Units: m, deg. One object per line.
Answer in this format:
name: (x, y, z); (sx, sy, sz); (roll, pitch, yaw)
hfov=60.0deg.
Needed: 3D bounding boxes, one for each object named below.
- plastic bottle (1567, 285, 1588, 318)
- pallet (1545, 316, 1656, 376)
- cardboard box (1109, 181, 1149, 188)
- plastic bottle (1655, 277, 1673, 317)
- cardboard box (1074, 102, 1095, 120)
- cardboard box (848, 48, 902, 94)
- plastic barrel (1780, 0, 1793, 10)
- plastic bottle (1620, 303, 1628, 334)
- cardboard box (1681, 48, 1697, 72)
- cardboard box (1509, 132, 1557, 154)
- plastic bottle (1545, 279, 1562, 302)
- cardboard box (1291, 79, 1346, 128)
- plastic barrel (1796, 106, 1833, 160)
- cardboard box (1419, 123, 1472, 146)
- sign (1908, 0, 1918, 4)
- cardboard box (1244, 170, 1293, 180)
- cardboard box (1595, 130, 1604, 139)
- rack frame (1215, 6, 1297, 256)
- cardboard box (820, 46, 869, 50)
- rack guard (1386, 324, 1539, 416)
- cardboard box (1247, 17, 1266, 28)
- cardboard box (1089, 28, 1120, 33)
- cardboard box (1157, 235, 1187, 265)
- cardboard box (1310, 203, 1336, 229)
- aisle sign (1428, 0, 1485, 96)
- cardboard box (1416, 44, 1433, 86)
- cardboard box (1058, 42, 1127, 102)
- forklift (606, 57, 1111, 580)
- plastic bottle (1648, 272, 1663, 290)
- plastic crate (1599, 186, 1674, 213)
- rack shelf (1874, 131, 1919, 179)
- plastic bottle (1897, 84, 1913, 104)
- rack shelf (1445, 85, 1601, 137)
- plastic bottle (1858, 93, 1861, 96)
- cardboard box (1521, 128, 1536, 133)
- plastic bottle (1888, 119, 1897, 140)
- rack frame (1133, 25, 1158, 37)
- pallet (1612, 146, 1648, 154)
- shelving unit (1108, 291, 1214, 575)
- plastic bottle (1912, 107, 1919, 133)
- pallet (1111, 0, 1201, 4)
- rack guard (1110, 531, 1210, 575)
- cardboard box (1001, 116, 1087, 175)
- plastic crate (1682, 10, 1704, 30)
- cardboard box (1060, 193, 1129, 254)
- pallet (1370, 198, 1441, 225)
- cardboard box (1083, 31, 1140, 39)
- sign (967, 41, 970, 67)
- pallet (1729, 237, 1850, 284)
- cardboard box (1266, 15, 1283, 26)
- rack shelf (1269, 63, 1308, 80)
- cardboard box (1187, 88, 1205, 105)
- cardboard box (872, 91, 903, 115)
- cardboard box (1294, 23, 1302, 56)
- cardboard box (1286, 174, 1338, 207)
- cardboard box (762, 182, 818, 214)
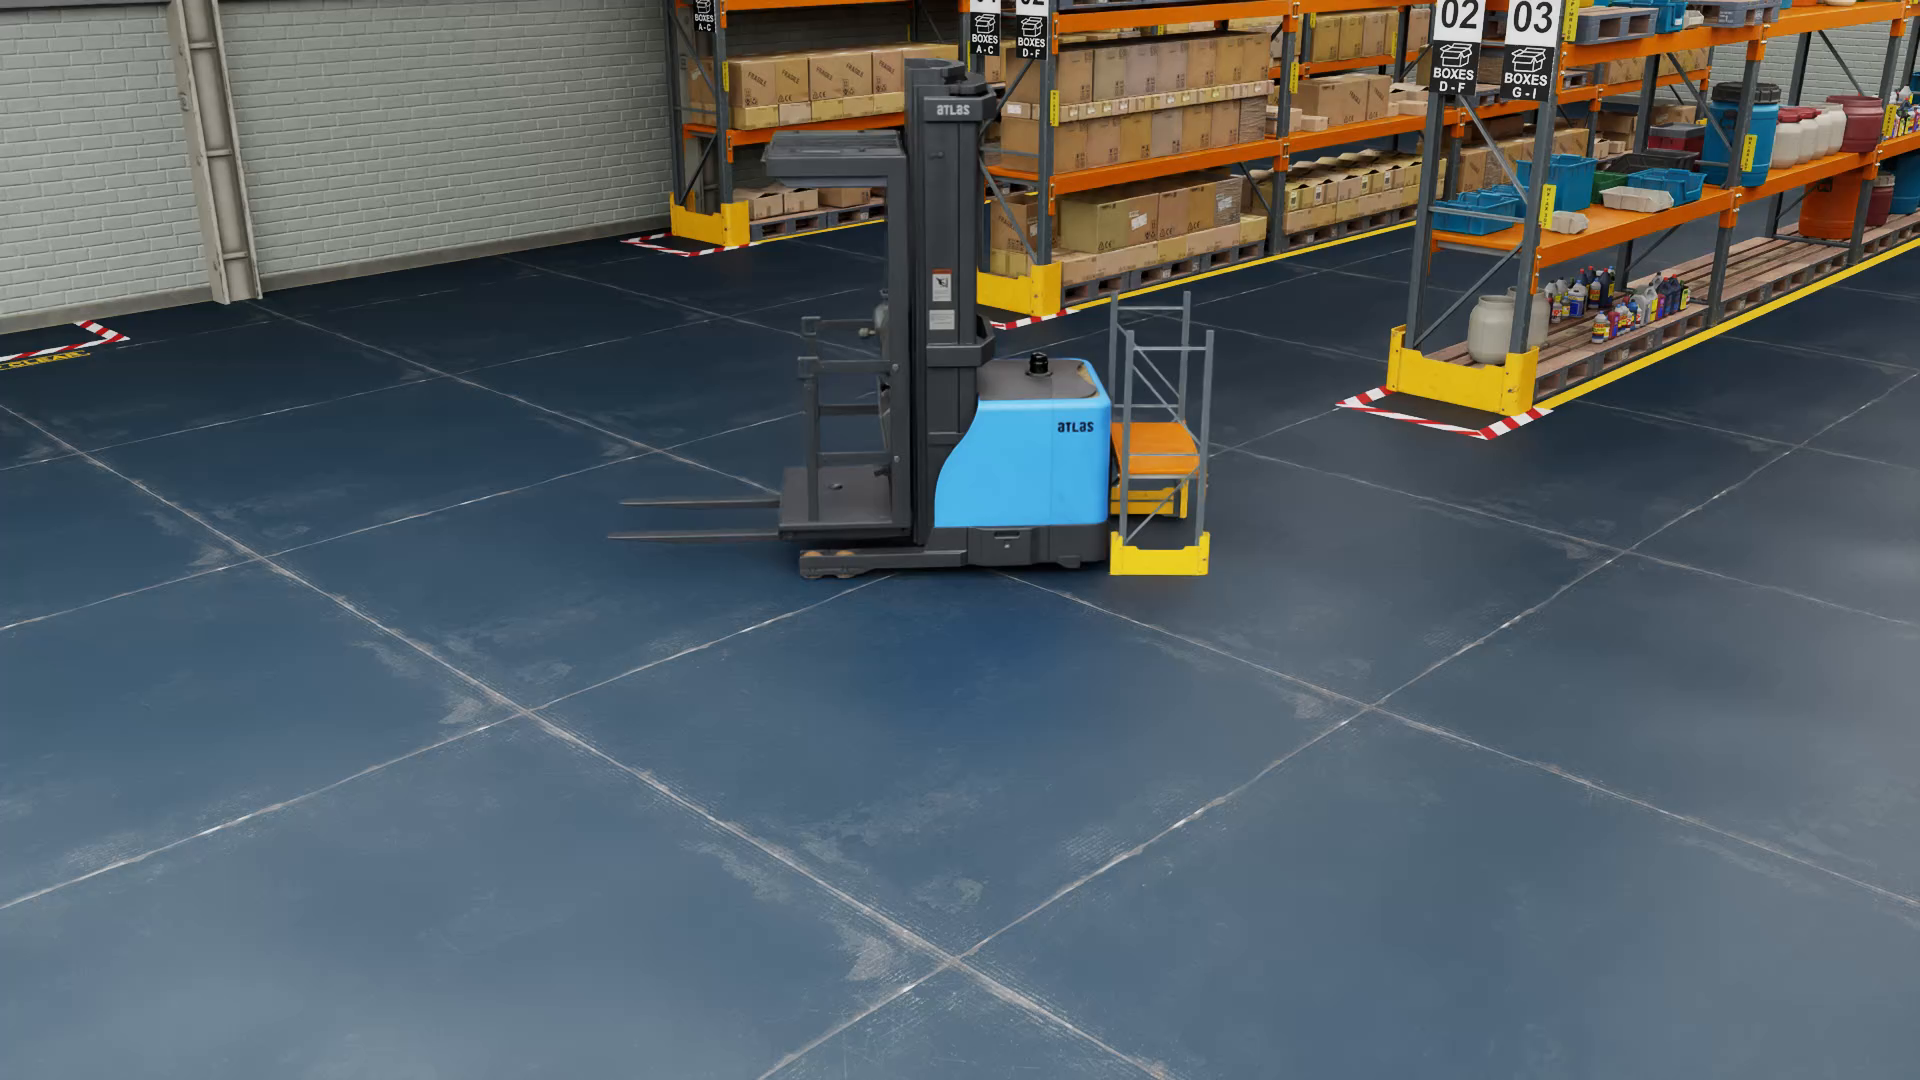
plastic bottle: (5.668, -2.197, 15.292); (0.152, 0.276, 0.135); (19, 28, 41)
pallet: (5.484, -1.776, 14.901); (1.003, 0.211, 1.213); (19, 28, 41)
cardboard box: (1.694, -3.631, 18.043); (0.500, 0.500, 0.500); (19, 28, 41)
plastic bottle: (6.457, -2.237, 15.292); (0.144, 0.351, 0.185); (18, 27, 38)
cardboard box: (1.107, -4.232, 16.361); (0.380, 0.149, 0.250); (18, 28, 39)
cardboard box: (-1.076, -5.868, 20.797); (0.500, 0.500, 0.500); (18, 28, 39)
plastic barrel: (7.945, -5.710, 16.370); (0.600, 0.901, 0.708); (19, 28, 41)
plastic bottle: (5.840, -1.960, 14.683); (0.097, 0.271, 0.097); (0, 21, 0)
cardboard box: (11.181, -7.609, 26.052); (0.500, 0.500, 0.500); (20, 28, 41)
cardboard box: (8.028, -5.438, 23.413); (0.500, 0.500, 0.500); (20, 29, 41)
plastic bottle: (5.415, -2.214, 15.234); (0.185, 0.351, 0.144); (-19, 28, -40)
cardboard box: (4.202, -5.171, 19.707); (0.500, 0.500, 0.500); (-18, 27, -38)
plastic barrel: (8.765, -4.209, 17.188); (0.421, 0.512, 0.421); (0, 21, 0)
cardboard box: (6.598, -5.527, 22.599); (0.500, 0.250, 0.500); (-19, 28, -40)
sign: (10.023, -5.798, 17.444); (0.100, 0.325, 0.005); (19, 28, 41)
cardboard box: (3.723, -4.281, 19.997); (0.500, 0.311, 0.500); (-19, 28, -41)
cardboard box: (9.585, -6.212, 25.691); (0.500, 0.311, 0.500); (19, 28, 41)
rack frame: (3.287, -4.795, 18.870); (1.000, 3.000, 0.127); (19, 28, 41)
cardboard box: (-1.458, -5.996, 21.130); (0.500, 0.500, 0.500); (-19, 28, -41)
rack guard: (4.062, -1.391, 13.497); (1.175, 0.500, 0.348); (19, 28, 41)
cardboard box: (4.454, -8.191, 26.078); (0.500, 0.250, 0.500); (-19, 28, -41)
cardboard box: (2.093, -7.435, 24.080); (0.380, 0.149, 0.250); (14, 25, 32)
cardboard box: (2.078, -3.147, 17.829); (0.500, 0.250, 0.500); (19, 28, 41)
cardboard box: (4.103, -3.881, 19.737); (0.500, 0.250, 0.500); (-19, 28, -41)
aisle sign: (3.780, -3.796, 12.646); (0.394, 0.787, 0.004); (19, 28, 41)
cardboard box: (6.436, -6.256, 21.946); (0.700, 0.500, 0.500); (9, 23, 23)
cardboard box: (1.231, -4.686, 16.639); (0.700, 0.500, 0.500); (18, 28, 39)
forklift: (-0.635, -1.327, 9.941); (3.031, 2.935, 1.130); (-1, 21, -3)
plastic bottle: (6.487, -2.322, 15.514); (0.144, 0.351, 0.185); (19, 28, 41)
plastic crate: (5.882, -2.951, 14.439); (0.530, 0.136, 0.437); (19, 28, 41)
rack shelf: (11.019, -4.761, 19.784); (1.077, 0.370, 4.000); (19, 28, 41)
plastic bottle: (11.908, -5.568, 20.950); (0.144, 0.351, 0.185); (19, 28, 41)
rack shelf: (7.473, -6.002, 23.012); (1.077, 0.370, 4.000); (19, 28, 41)
plastic bottle: (10.761, -5.177, 19.931); (0.144, 0.351, 0.185); (19, 28, 41)
cardboard box: (7.992, -5.687, 24.061); (0.500, 0.500, 0.500); (-20, 28, -41)
plastic bottle: (10.419, -4.632, 18.607); (0.061, 0.283, 0.133); (19, 28, 41)
rack frame: (2.526, -7.063, 24.768); (1.000, 3.000, 0.127); (19, 28, 41)
pallet: (10.199, -6.042, 25.999); (1.003, 0.211, 1.213); (19, 28, 41)
shelving unit: (1.202, -0.682, 10.260); (0.587, 1.500, 1.083); (0, 21, 0)
plastic bottle: (10.996, -4.844, 19.160); (0.061, 0.283, 0.133); (19, 28, 41)
pallet: (1.860, -5.616, 16.949); (1.003, 0.211, 1.213); (19, 28, 41)
rack guard: (1.203, 0.080, 10.019); (0.587, 0.250, 0.087); (0, 21, 0)
cardboard box: (0.831, -3.931, 16.481); (0.700, 0.500, 0.500); (19, 28, 41)
plastic crate: (6.003, -4.318, 13.815); (0.243, 0.136, 0.396); (19, 28, 41)
cardboard box: (1.377, -3.241, 17.028); (0.500, 0.500, 0.500); (19, 28, 41)
pallet: (5.475, -4.320, 21.520); (1.003, 0.211, 1.213); (19, 28, 41)
cardboard box: (2.205, -7.191, 24.351); (0.700, 0.500, 0.500); (15, 26, 35)
sign: (0.129, -6.305, 21.590); (0.100, 0.325, 0.005); (19, 28, 41)
pallet: (9.056, -3.092, 18.325); (1.003, 0.211, 1.213); (19, 28, 41)
cardboard box: (4.810, -8.323, 26.419); (0.500, 0.250, 0.500); (-19, 28, -41)
rack shelf: (3.921, -7.241, 26.235); (1.077, 0.370, 4.000); (19, 28, 41)
cardboard box: (2.364, -4.695, 17.566); (0.250, 0.149, 0.380); (-19, 28, -41)
cardboard box: (-1.071, -5.517, 20.928); (0.500, 0.250, 0.500); (19, 28, 40)
cardboard box: (5.175, -8.104, 26.896); (0.500, 0.500, 0.500); (19, 28, 40)
cardboard box: (4.107, -4.141, 19.633); (0.500, 0.311, 0.500); (19, 28, 40)
cardboard box: (-2.110, -4.258, 20.607); (0.500, 0.311, 0.500); (-17, 27, -38)
